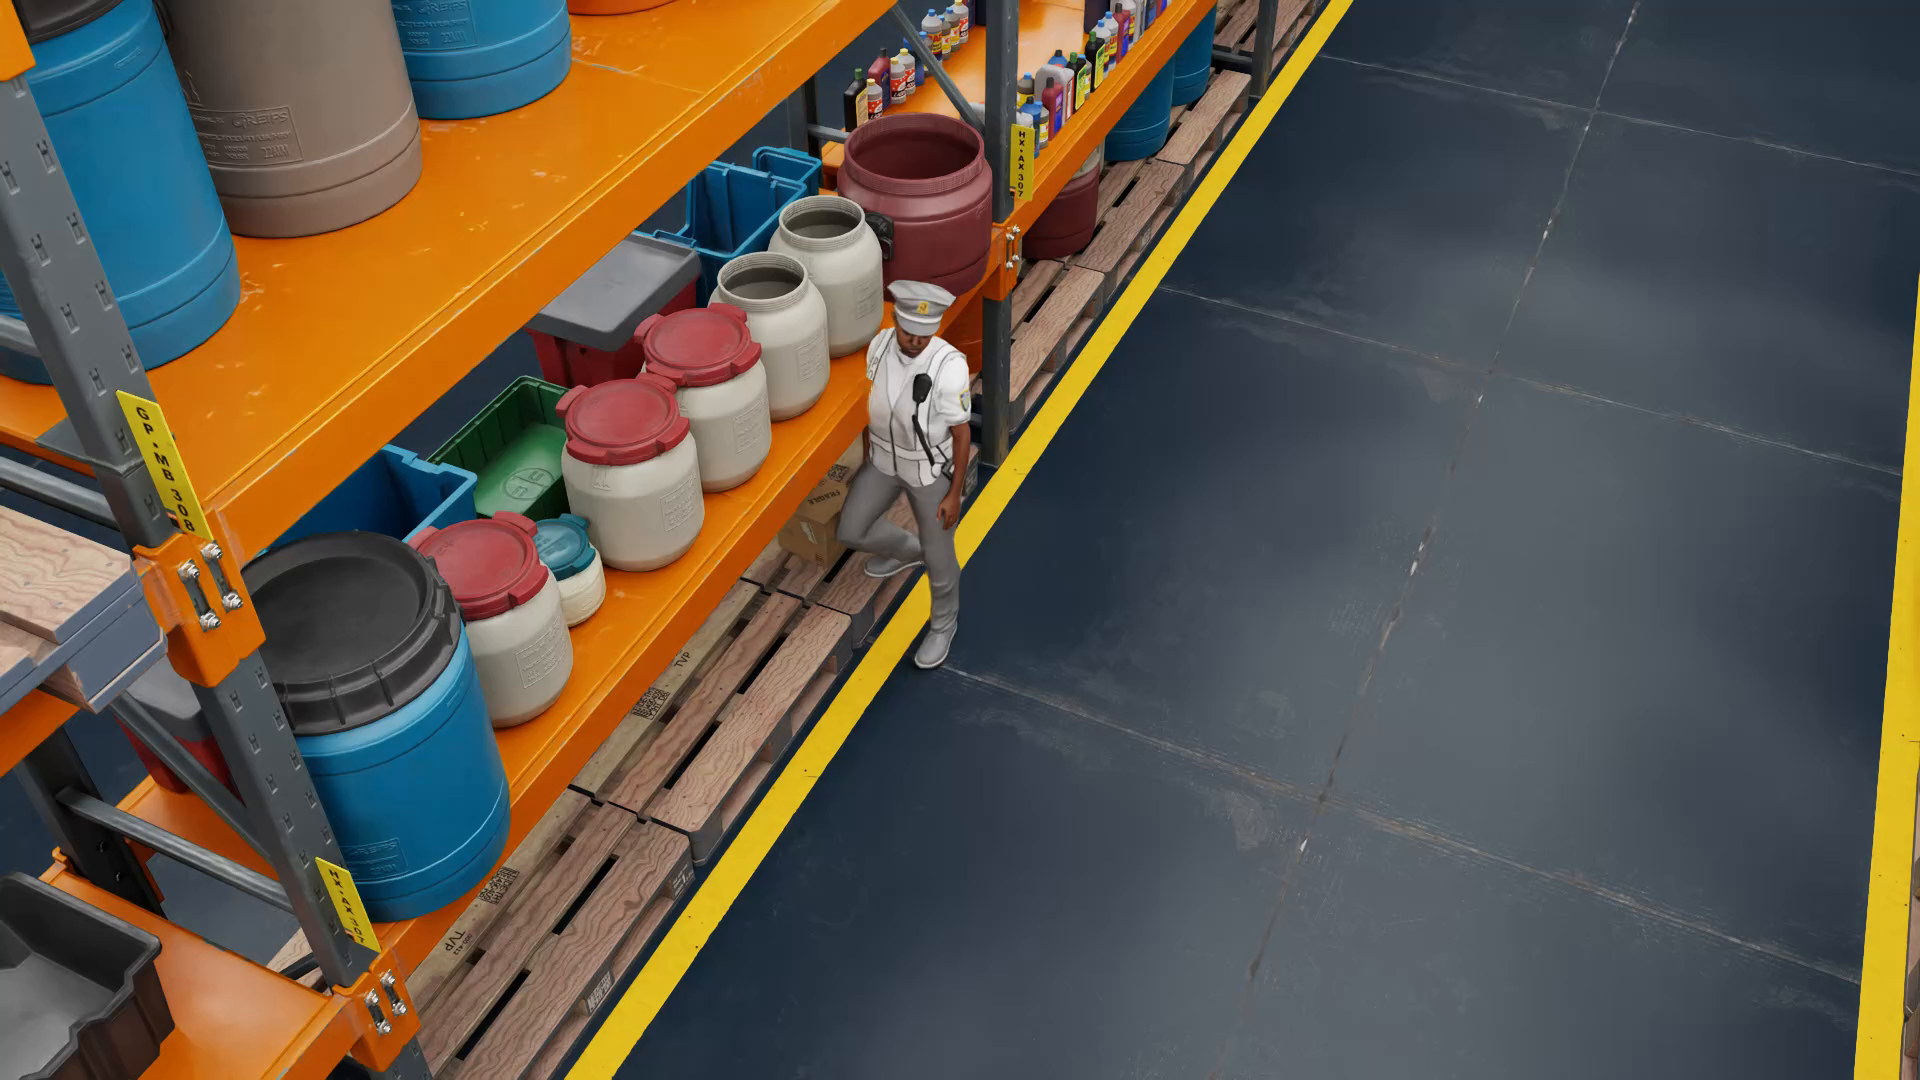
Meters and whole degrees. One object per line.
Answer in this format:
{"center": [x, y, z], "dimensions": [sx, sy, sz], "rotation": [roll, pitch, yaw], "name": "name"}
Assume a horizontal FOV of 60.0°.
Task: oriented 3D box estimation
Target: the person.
{"center": [-0.194, -0.274, 6.416], "dimensions": [0.509, 1.675, 0.433], "rotation": [26, 48, 26], "name": "person"}
